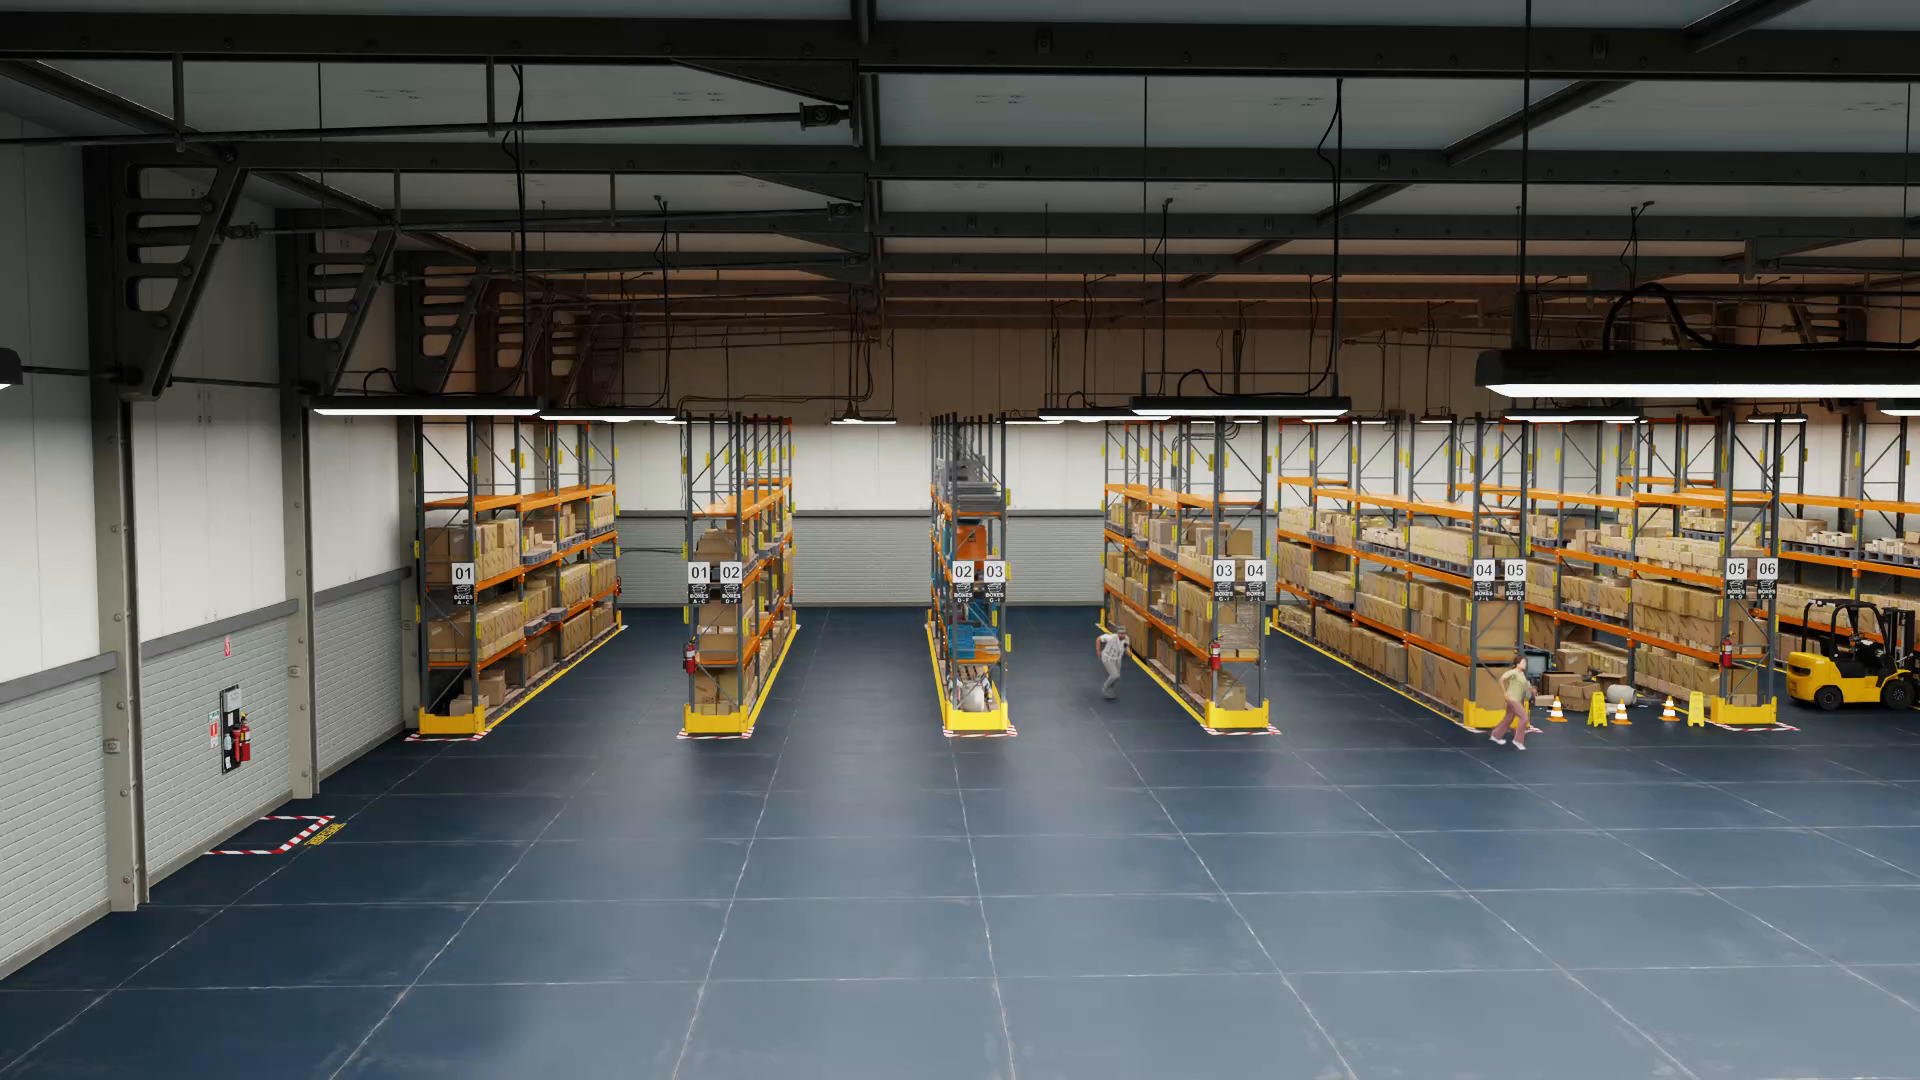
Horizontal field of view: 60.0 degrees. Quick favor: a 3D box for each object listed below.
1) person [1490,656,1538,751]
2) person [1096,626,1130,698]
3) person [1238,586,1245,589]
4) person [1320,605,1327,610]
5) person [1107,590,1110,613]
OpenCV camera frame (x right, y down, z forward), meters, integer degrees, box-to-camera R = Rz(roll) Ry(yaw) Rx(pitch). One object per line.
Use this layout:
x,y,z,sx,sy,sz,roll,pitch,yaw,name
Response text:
9.839,2.899,29.594,0.821,1.711,0.515,3,5,34,person
3.198,2.559,34.797,0.699,1.572,0.937,-2,4,-29,person
7.876,1.740,45.943,0.674,1.738,0.653,1,4,8,person
10.707,1.618,48.506,0.705,1.617,0.845,-3,5,-34,person
4.474,1.574,48.806,0.545,1.677,0.673,2,4,26,person
